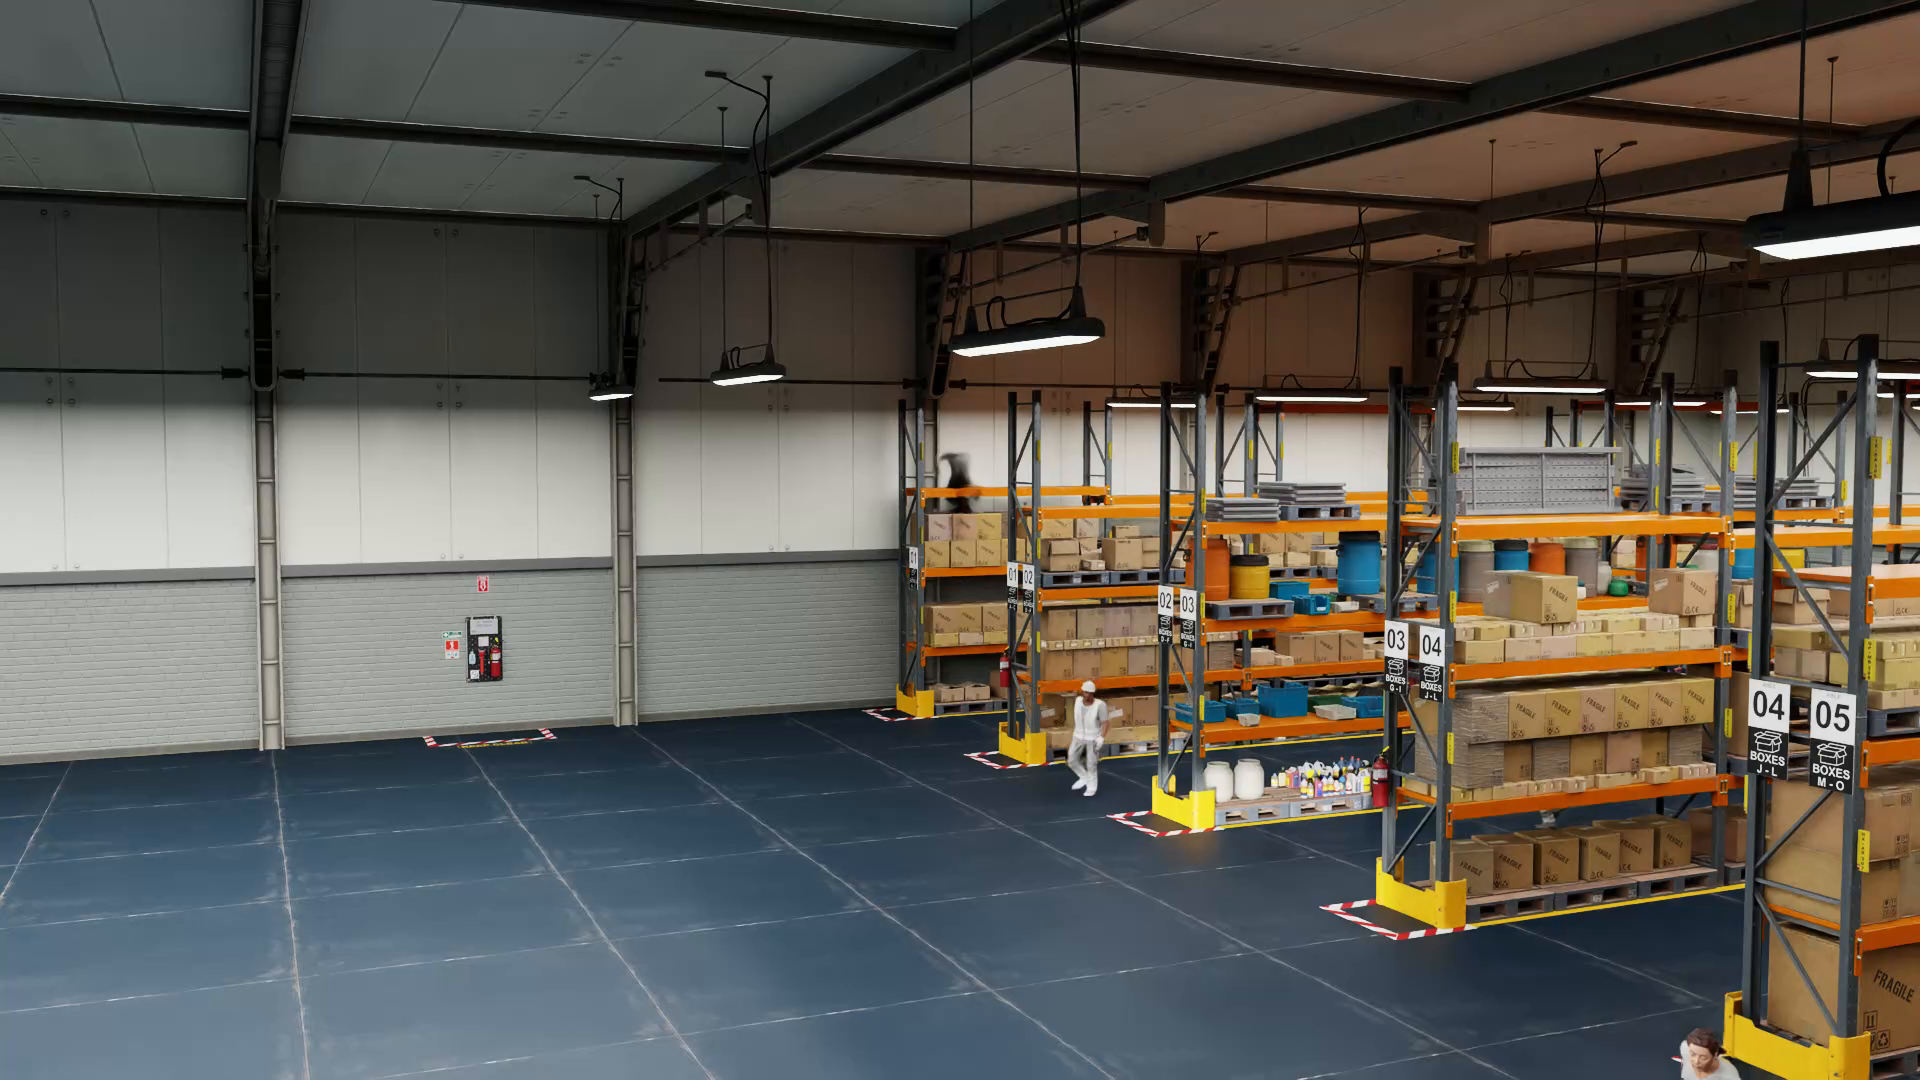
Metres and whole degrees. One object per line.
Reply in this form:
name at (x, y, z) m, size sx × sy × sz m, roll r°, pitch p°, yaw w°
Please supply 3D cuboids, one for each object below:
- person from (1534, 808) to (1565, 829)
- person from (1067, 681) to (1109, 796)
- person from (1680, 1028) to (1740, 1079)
person at (7.860, 3.042, 22.172) m, size 0.552 × 1.689 × 0.763 m, roll -1°, pitch 3°, yaw -12°
person at (1.861, 2.881, 24.104) m, size 0.681 × 1.729 × 0.650 m, roll 2°, pitch 4°, yaw 26°
person at (4.854, 3.799, 10.775) m, size 0.933 × 1.445 × 0.550 m, roll -3°, pitch 5°, yaw -42°
